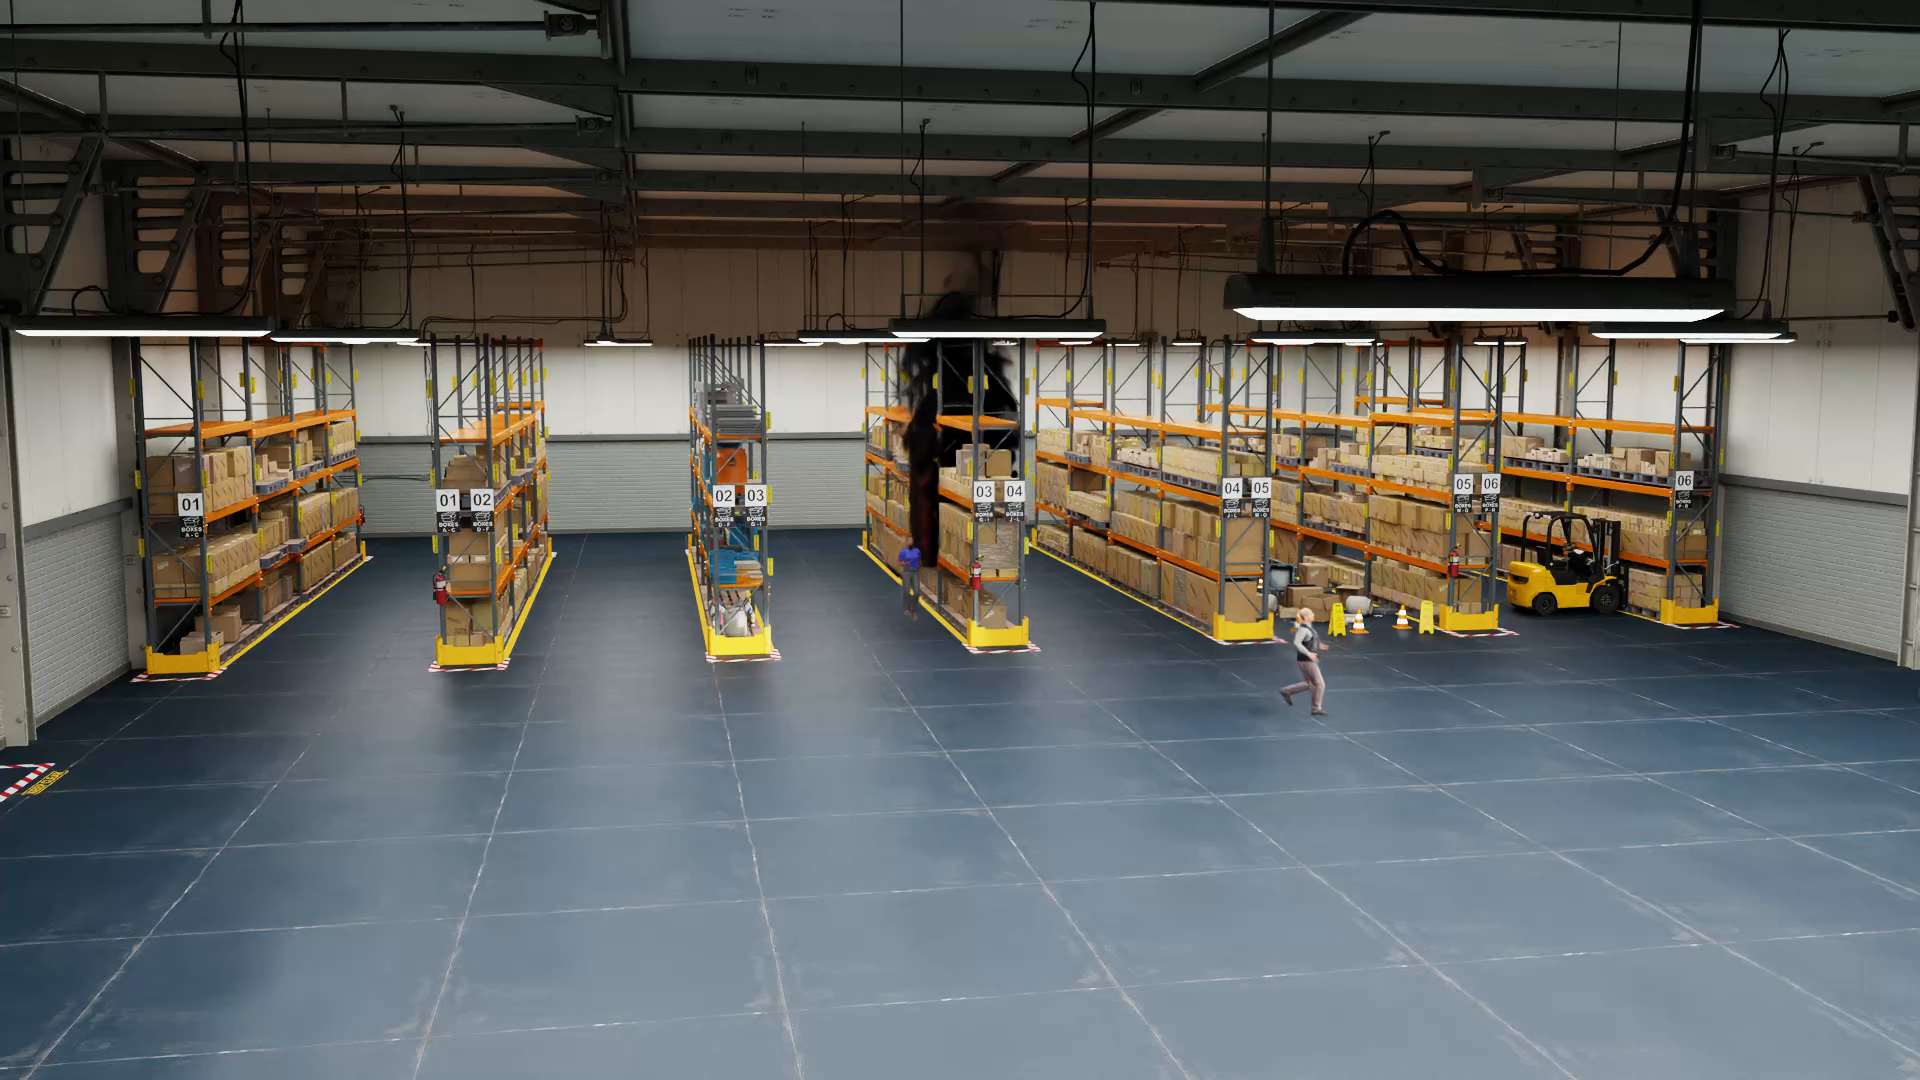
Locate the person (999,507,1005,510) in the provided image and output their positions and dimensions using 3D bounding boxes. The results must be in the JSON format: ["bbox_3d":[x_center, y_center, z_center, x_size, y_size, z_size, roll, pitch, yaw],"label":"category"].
[{"bbox_3d":[1.245,-0.720,48.943,0.554,1.711,0.733,-6,9,-44],"label":"person"}]

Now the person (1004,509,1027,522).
[{"bbox_3d":[1.488,-0.338,45.480,0.732,1.727,0.727,-1,7,-9],"label":"person"}]

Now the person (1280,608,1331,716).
[{"bbox_3d":[5.425,1.904,26.084,0.803,1.689,0.668,2,7,16],"label":"person"}]

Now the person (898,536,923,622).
[{"bbox_3d":[-0.993,0.783,33.716,0.532,1.743,0.656,-2,7,-14],"label":"person"}]
